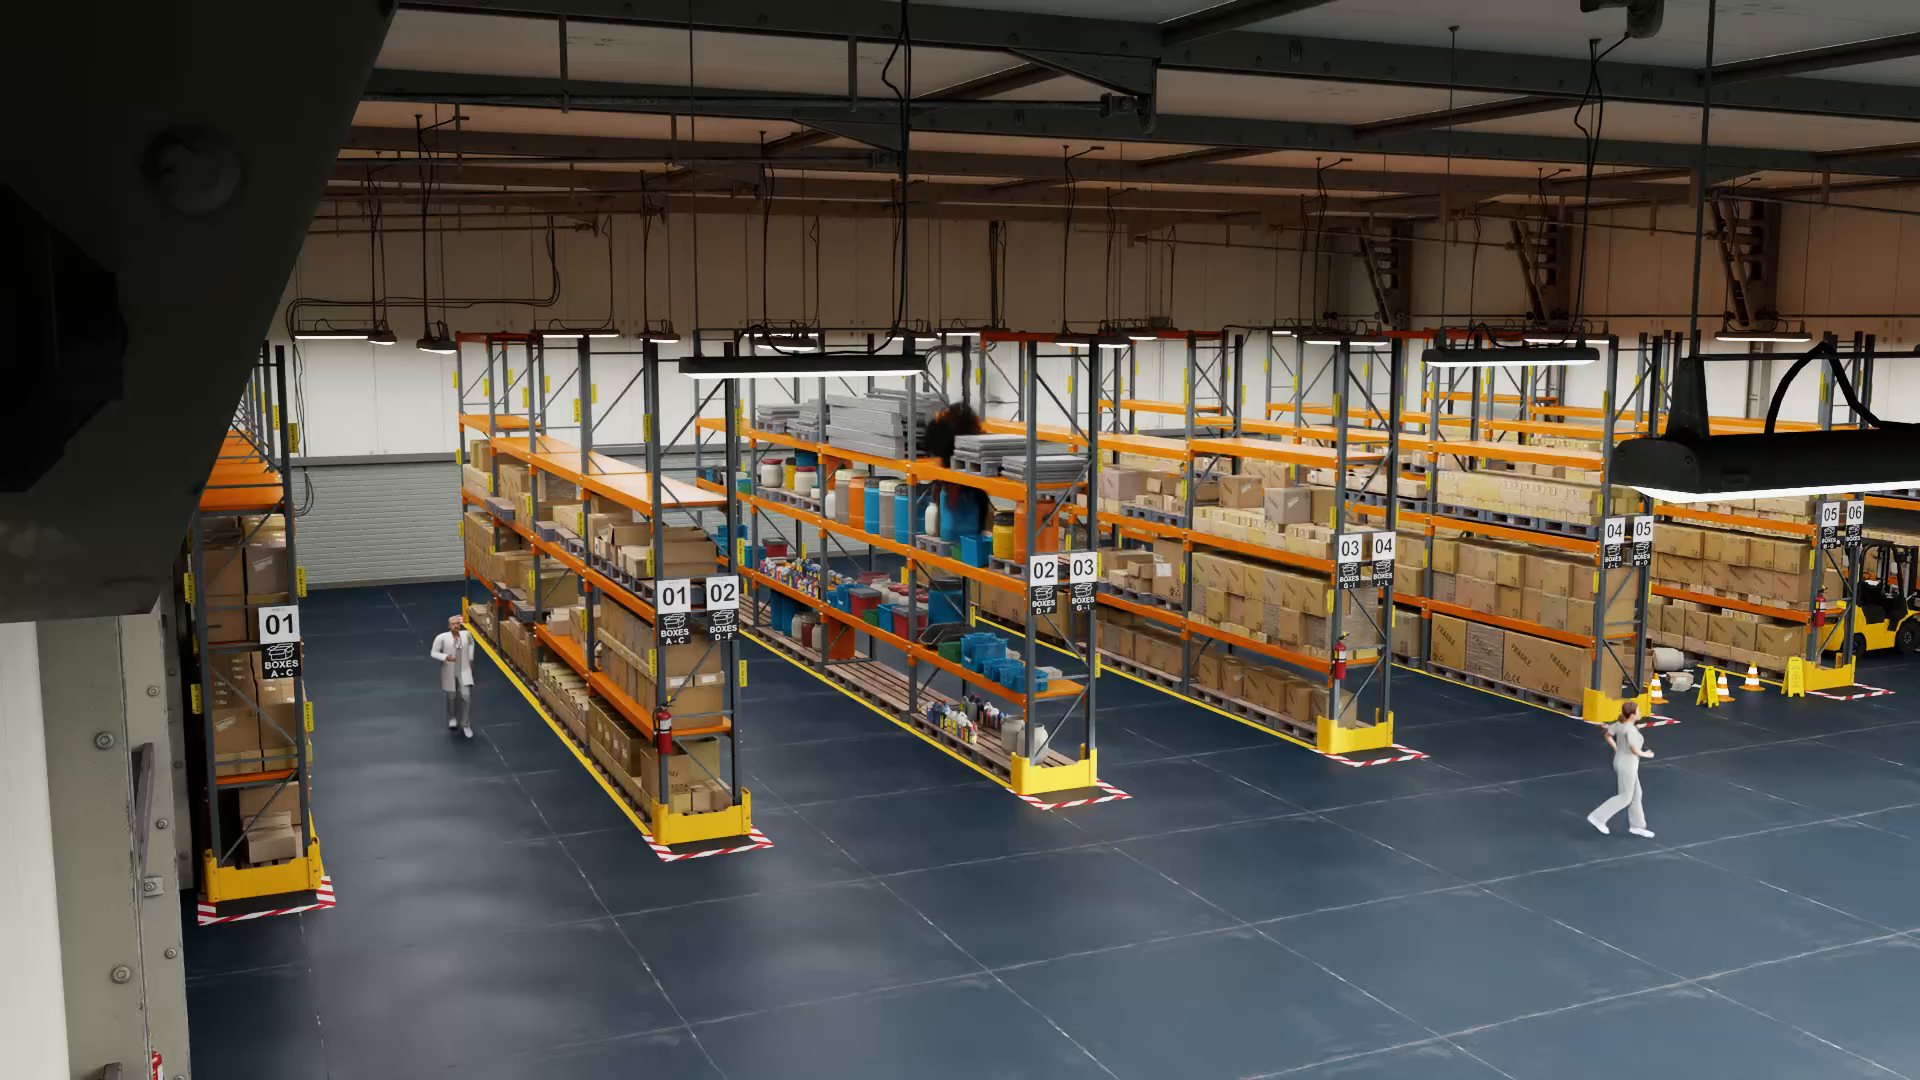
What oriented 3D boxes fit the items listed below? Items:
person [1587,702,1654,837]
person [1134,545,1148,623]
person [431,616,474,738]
[{"bbox_3d":[8.064,2.790,20.218,0.848,1.688,0.587,0,8,2],"label":"person"},{"bbox_3d":[3.639,0.922,33.763,0.600,1.699,0.909,-4,9,-30],"label":"person"},{"bbox_3d":[-7.682,2.162,25.284,0.684,1.640,0.864,-4,9,-25],"label":"person"}]
